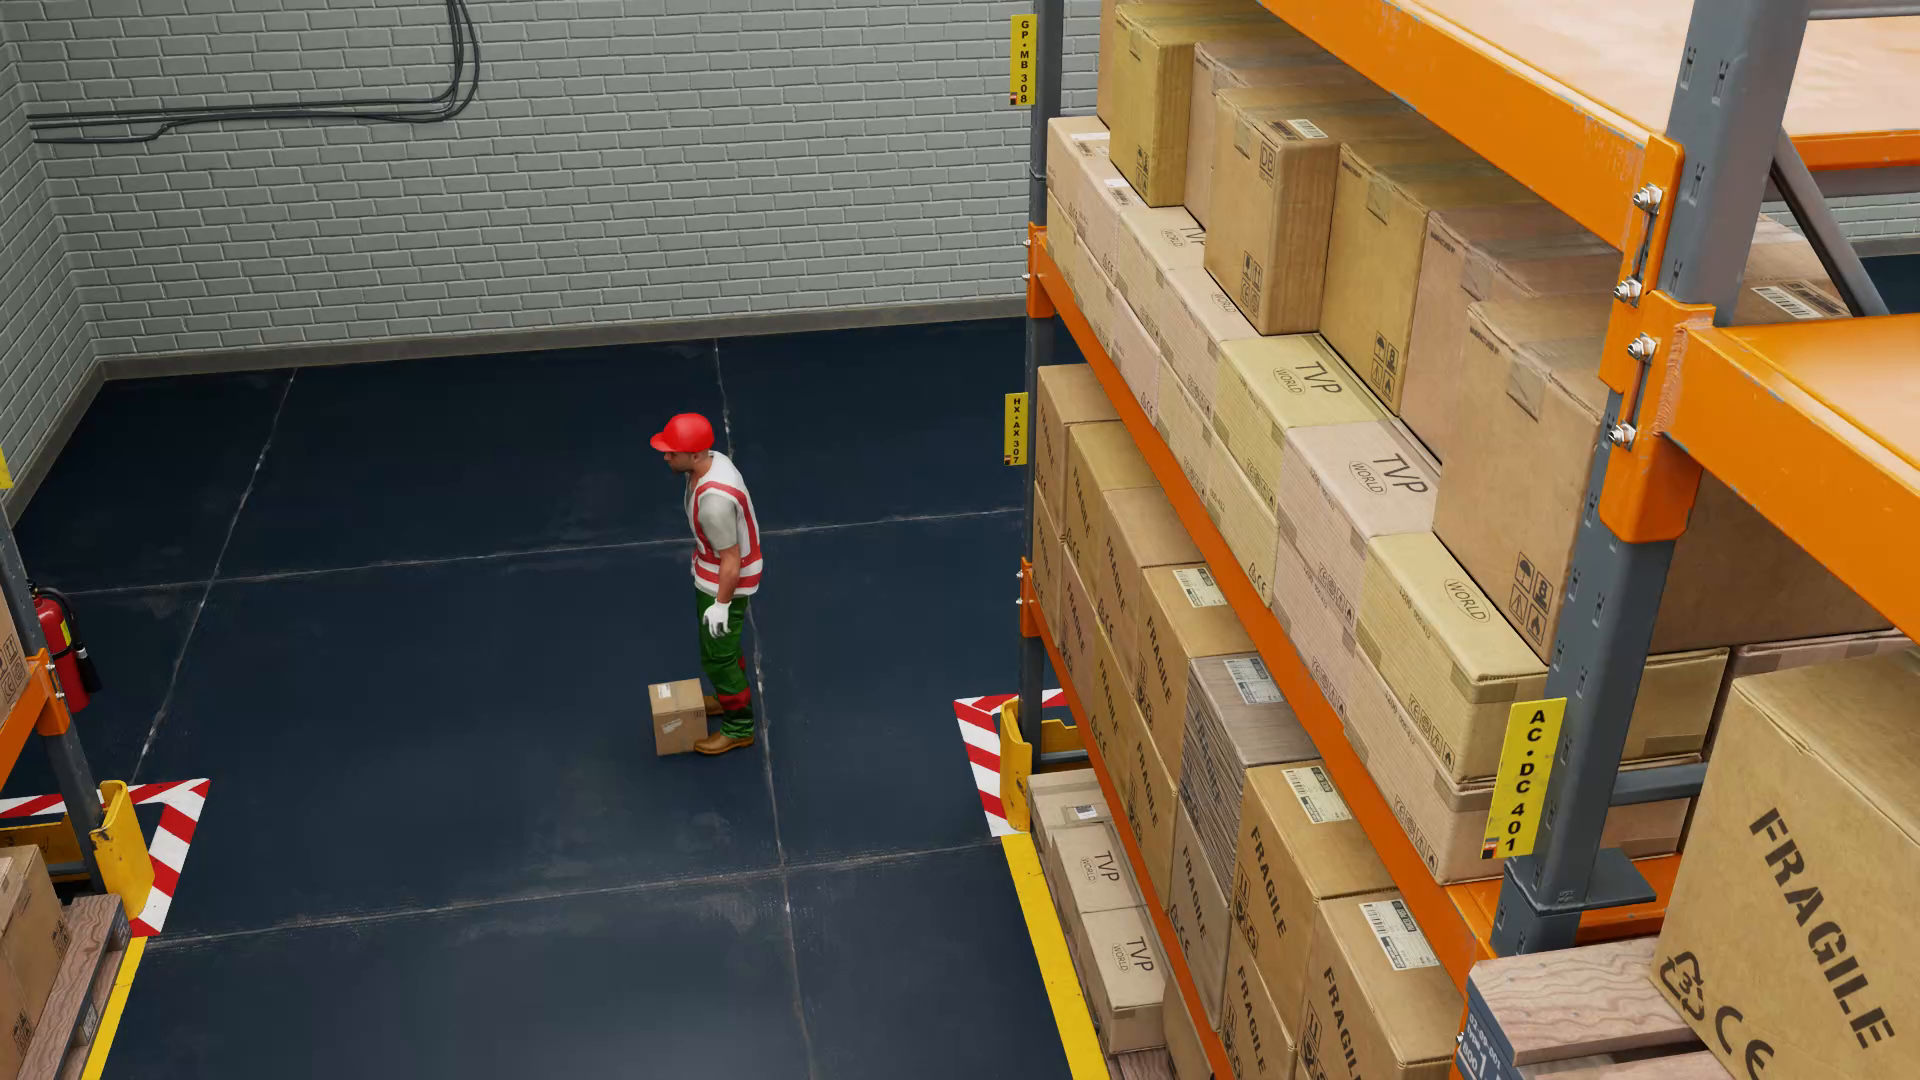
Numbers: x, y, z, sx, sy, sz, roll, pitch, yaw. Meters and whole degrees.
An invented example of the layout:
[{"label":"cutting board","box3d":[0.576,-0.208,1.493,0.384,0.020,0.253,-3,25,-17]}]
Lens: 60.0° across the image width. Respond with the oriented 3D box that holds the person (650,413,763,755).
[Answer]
[{"label":"person","box3d":[-1.155,0.192,7.798,0.451,1.778,0.611,-7,31,-12]}]
